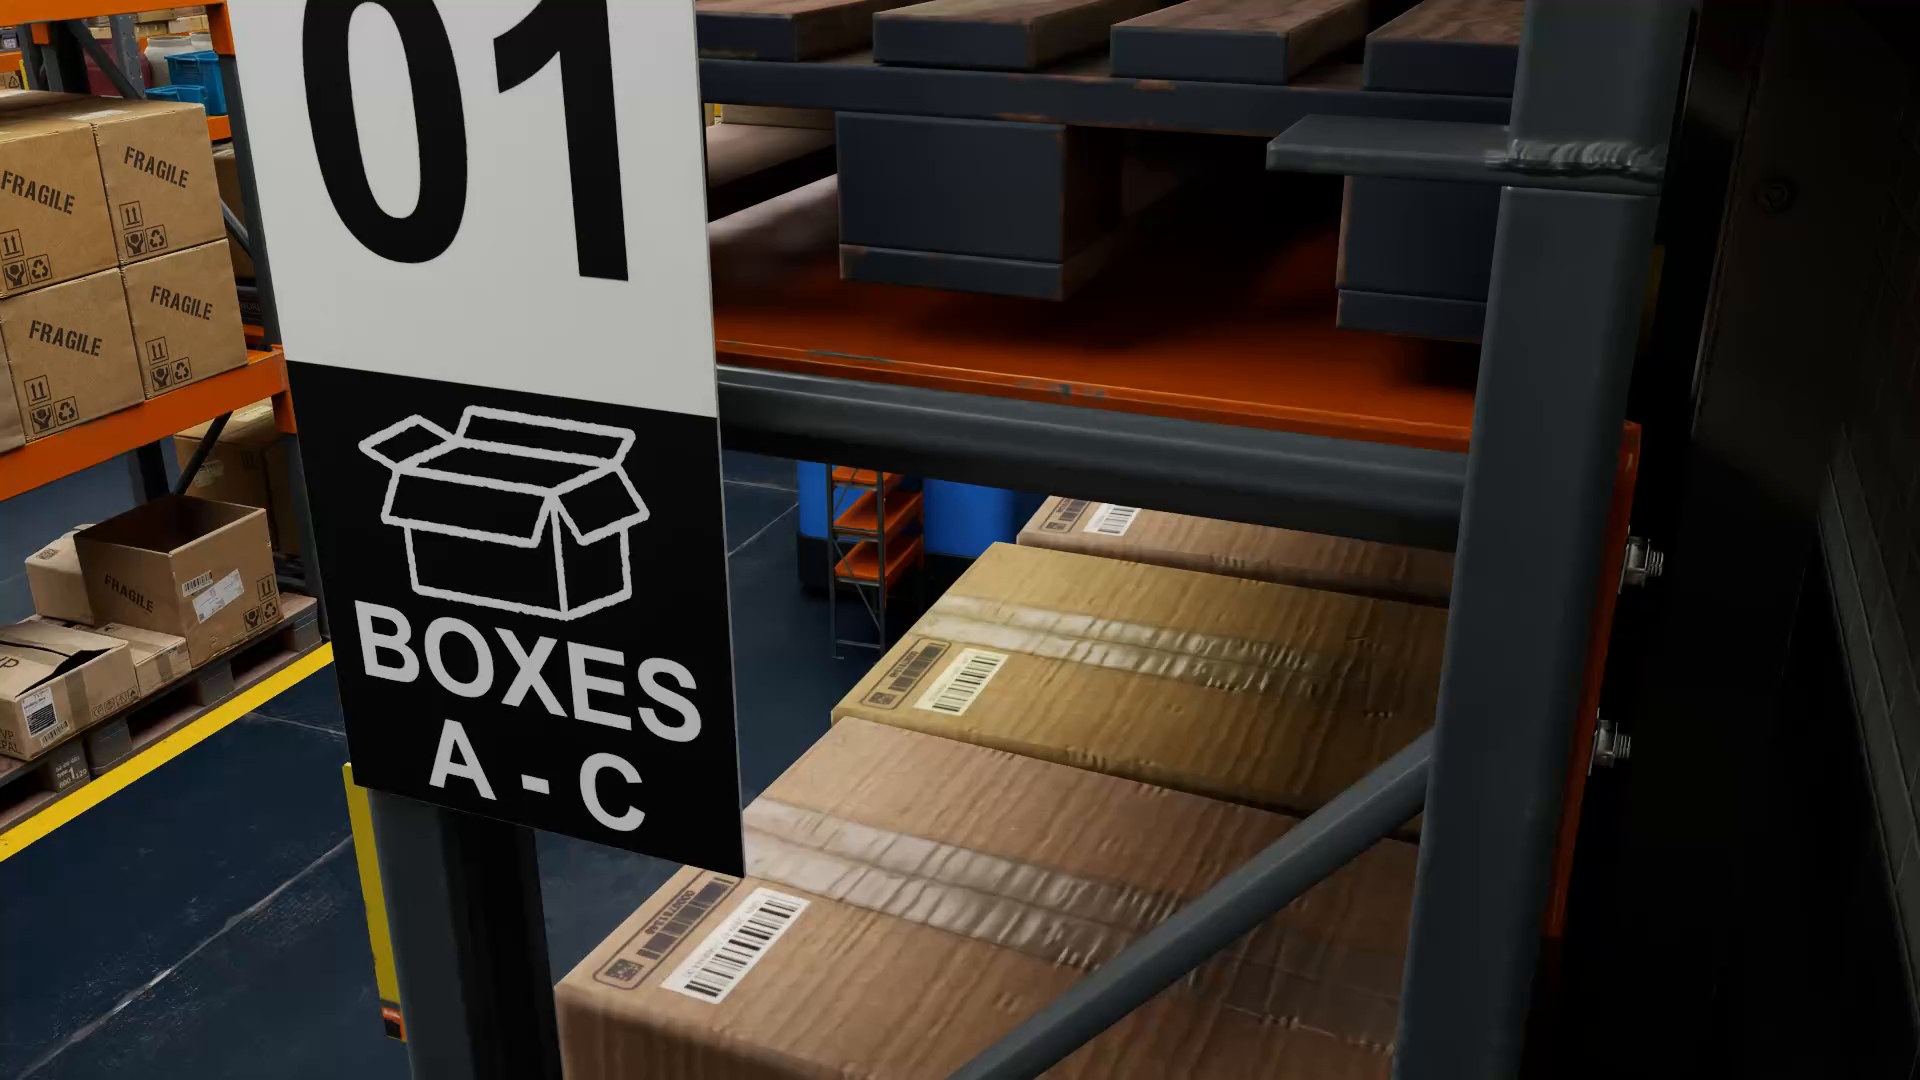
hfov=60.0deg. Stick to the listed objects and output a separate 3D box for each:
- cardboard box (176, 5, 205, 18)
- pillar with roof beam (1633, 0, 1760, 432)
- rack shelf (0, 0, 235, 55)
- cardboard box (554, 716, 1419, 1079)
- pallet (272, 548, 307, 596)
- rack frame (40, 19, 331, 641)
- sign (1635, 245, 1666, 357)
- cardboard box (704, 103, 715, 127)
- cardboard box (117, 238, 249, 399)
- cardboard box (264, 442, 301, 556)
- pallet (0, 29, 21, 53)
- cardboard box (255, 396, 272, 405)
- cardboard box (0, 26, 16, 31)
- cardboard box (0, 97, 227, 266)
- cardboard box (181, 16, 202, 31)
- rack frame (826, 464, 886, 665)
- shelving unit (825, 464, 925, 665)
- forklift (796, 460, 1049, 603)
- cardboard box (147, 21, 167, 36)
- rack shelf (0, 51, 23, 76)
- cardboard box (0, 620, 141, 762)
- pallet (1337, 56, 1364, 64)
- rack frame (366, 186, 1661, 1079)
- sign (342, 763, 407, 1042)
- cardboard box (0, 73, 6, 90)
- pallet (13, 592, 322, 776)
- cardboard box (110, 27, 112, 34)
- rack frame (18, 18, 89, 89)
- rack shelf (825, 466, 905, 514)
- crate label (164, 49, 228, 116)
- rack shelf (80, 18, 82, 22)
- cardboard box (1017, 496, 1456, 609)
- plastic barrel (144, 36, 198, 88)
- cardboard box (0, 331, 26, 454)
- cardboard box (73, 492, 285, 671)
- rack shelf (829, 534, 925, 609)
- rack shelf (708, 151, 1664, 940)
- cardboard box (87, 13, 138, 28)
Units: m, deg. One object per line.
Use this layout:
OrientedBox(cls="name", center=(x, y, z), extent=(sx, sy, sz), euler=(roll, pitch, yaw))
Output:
OrientedBox(cls="cardboard box", center=(-8.856, -6.025, 18.267), extent=(0.875, 0.500, 0.500), euler=(9, 24, 20))
OrientedBox(cls="pillar with roof beam", center=(0.209, -5.489, 9.716), extent=(9.100, 9.000, 0.400), euler=(9, 24, 20))
OrientedBox(cls="rack shelf", center=(-3.910, -1.376, 4.695), extent=(1.077, 0.370, 4.000), euler=(9, 24, 20))
OrientedBox(cls="cardboard box", center=(0.128, 0.777, 2.109), extent=(0.980, 0.700, 0.700), euler=(10, 25, 22))
OrientedBox(cls="pallet", center=(-2.900, -0.050, 8.095), extent=(1.003, 0.211, 1.213), euler=(9, 24, 20))
OrientedBox(cls="rack frame", center=(-3.167, -1.040, 6.848), extent=(1.000, 3.000, 0.127), euler=(9, 24, 20))
OrientedBox(cls="sign", center=(1.950, -0.689, 4.782), extent=(0.100, 0.325, 0.005), euler=(9, 24, 20))
OrientedBox(cls="cardboard box", center=(-1.810, -2.470, 9.596), extent=(0.700, 0.500, 0.500), euler=(1, 23, 2))
OrientedBox(cls="cardboard box", center=(-3.114, -0.870, 6.312), extent=(0.500, 0.500, 0.500), euler=(9, 24, 21))
OrientedBox(cls="cardboard box", center=(-2.761, -0.228, 7.575), extent=(0.500, 0.500, 0.500), euler=(8, 24, 18))
OrientedBox(cls="pallet", center=(-9.810, -4.981, 16.532), extent=(1.003, 0.211, 1.213), euler=(9, 24, 20))
OrientedBox(cls="cardboard box", center=(-3.058, -0.483, 8.186), extent=(0.500, 0.500, 0.500), euler=(9, 24, 20))
OrientedBox(cls="cardboard box", center=(-9.816, -5.529, 16.271), extent=(1.000, 1.000, 1.000), euler=(9, 24, 20))
OrientedBox(cls="cardboard box", center=(-3.114, -1.329, 6.114), extent=(0.500, 0.500, 0.500), euler=(9, 24, 20))
OrientedBox(cls="cardboard box", center=(-8.591, -5.691, 18.309), extent=(0.380, 0.149, 0.250), euler=(9, 24, 20))
OrientedBox(cls="rack frame", center=(-0.426, -0.040, 6.788), extent=(0.240, 1.200, 0.015), euler=(7, 24, 16))
OrientedBox(cls="shelving unit", center=(-0.351, -0.129, 7.003), extent=(0.258, 1.200, 0.503), euler=(7, 24, 16))
OrientedBox(cls="forklift", center=(0.190, -1.582, 8.234), extent=(1.130, 2.935, 3.031), euler=(7, 24, 16))
OrientedBox(cls="cardboard box", center=(-8.776, -5.512, 17.880), extent=(0.380, 0.149, 0.250), euler=(9, 24, 20))
OrientedBox(cls="rack shelf", center=(-10.134, -4.275, 15.525), extent=(1.077, 0.370, 4.000), euler=(9, 24, 20))
OrientedBox(cls="cardboard box", center=(-3.394, 0.511, 6.053), extent=(0.500, 0.311, 0.500), euler=(9, 24, 20))
OrientedBox(cls="pallet", center=(0.666, -0.949, 2.853), extent=(1.003, 0.211, 1.213), euler=(9, 24, 20))
OrientedBox(cls="rack frame", center=(-0.052, 1.099, 1.726), extent=(1.000, 3.000, 0.127), euler=(9, 24, 20))
OrientedBox(cls="sign", center=(-0.551, 0.373, 1.655), extent=(0.100, 0.325, 0.005), euler=(9, 24, 20))
OrientedBox(cls="cardboard box", center=(-12.989, -6.146, 21.284), extent=(0.875, 0.875, 0.875), euler=(8, 24, 19))
OrientedBox(cls="pallet", center=(-3.423, 0.493, 6.797), extent=(1.003, 0.211, 1.213), euler=(9, 24, 20))
OrientedBox(cls="cardboard box", center=(-8.927, -5.328, 17.439), extent=(0.380, 0.149, 0.250), euler=(9, 24, 20))
OrientedBox(cls="rack frame", center=(-9.391, -5.322, 17.100), extent=(1.000, 3.000, 0.127), euler=(9, 24, 20))
OrientedBox(cls="rack shelf", center=(-0.351, -0.274, 6.942), extent=(0.258, 0.148, 0.480), euler=(7, 24, 16))
OrientedBox(cls="crate label", center=(-5.658, -3.515, 12.727), extent=(0.502, 0.435, 0.616), euler=(9, 24, 20))
OrientedBox(cls="rack shelf", center=(-2.424, -2.808, 8.121), extent=(1.077, 0.370, 4.000), euler=(9, 24, 20))
OrientedBox(cls="cardboard box", center=(0.680, 0.244, 3.386), extent=(0.980, 0.700, 0.700), euler=(8, 24, 17))
OrientedBox(cls="plastic barrel", center=(-6.095, -3.632, 12.908), extent=(0.421, 0.512, 0.421), euler=(0, 23, 0))
OrientedBox(cls="cardboard box", center=(-3.493, -0.501, 5.429), extent=(0.500, 0.500, 0.500), euler=(9, 24, 21))
OrientedBox(cls="cardboard box", center=(-3.115, 0.155, 6.659), extent=(0.500, 0.500, 0.500), euler=(9, 24, 20))
OrientedBox(cls="rack shelf", center=(-0.351, 0.116, 7.105), extent=(0.258, 0.148, 0.480), euler=(7, 24, 16))
OrientedBox(cls="rack shelf", center=(0.691, -0.668, 3.000), extent=(1.077, 0.370, 4.000), euler=(9, 24, 20))
OrientedBox(cls="cardboard box", center=(-9.167, -5.658, 17.388), extent=(0.875, 0.500, 0.500), euler=(9, 24, 20))
